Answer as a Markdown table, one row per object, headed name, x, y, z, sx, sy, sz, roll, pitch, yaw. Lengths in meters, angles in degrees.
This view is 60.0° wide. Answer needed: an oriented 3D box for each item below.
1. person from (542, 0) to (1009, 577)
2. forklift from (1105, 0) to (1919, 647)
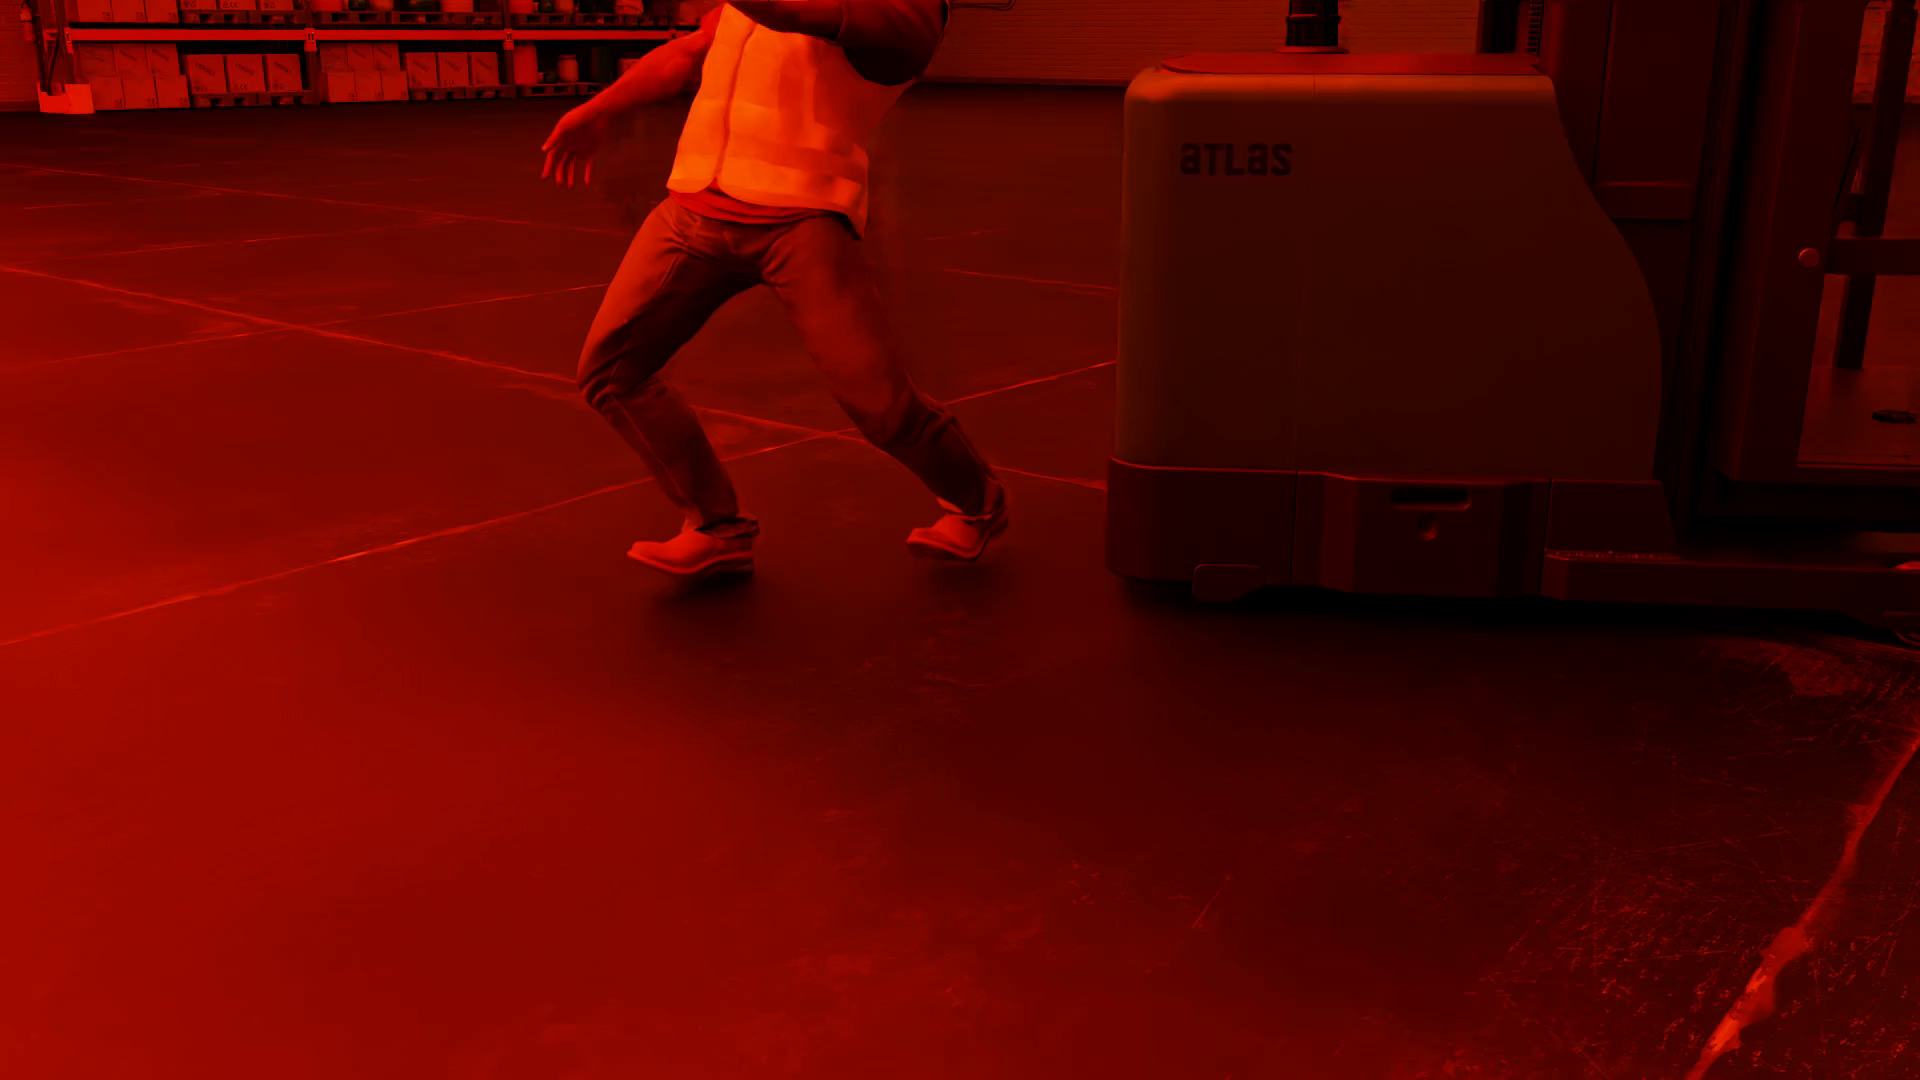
| name | x | y | z | sx | sy | sz | roll | pitch | yaw |
| --- | --- | --- | --- | --- | --- | --- | --- | --- | --- |
| person | -0.478 | -0.674 | 3.428 | 0.959 | 1.548 | 0.827 | 11 | 20 | 31 |
| forklift | 1.322 | -1.328 | 3.422 | 1.939 | 2.843 | 1.129 | 2 | 17 | 7 |
